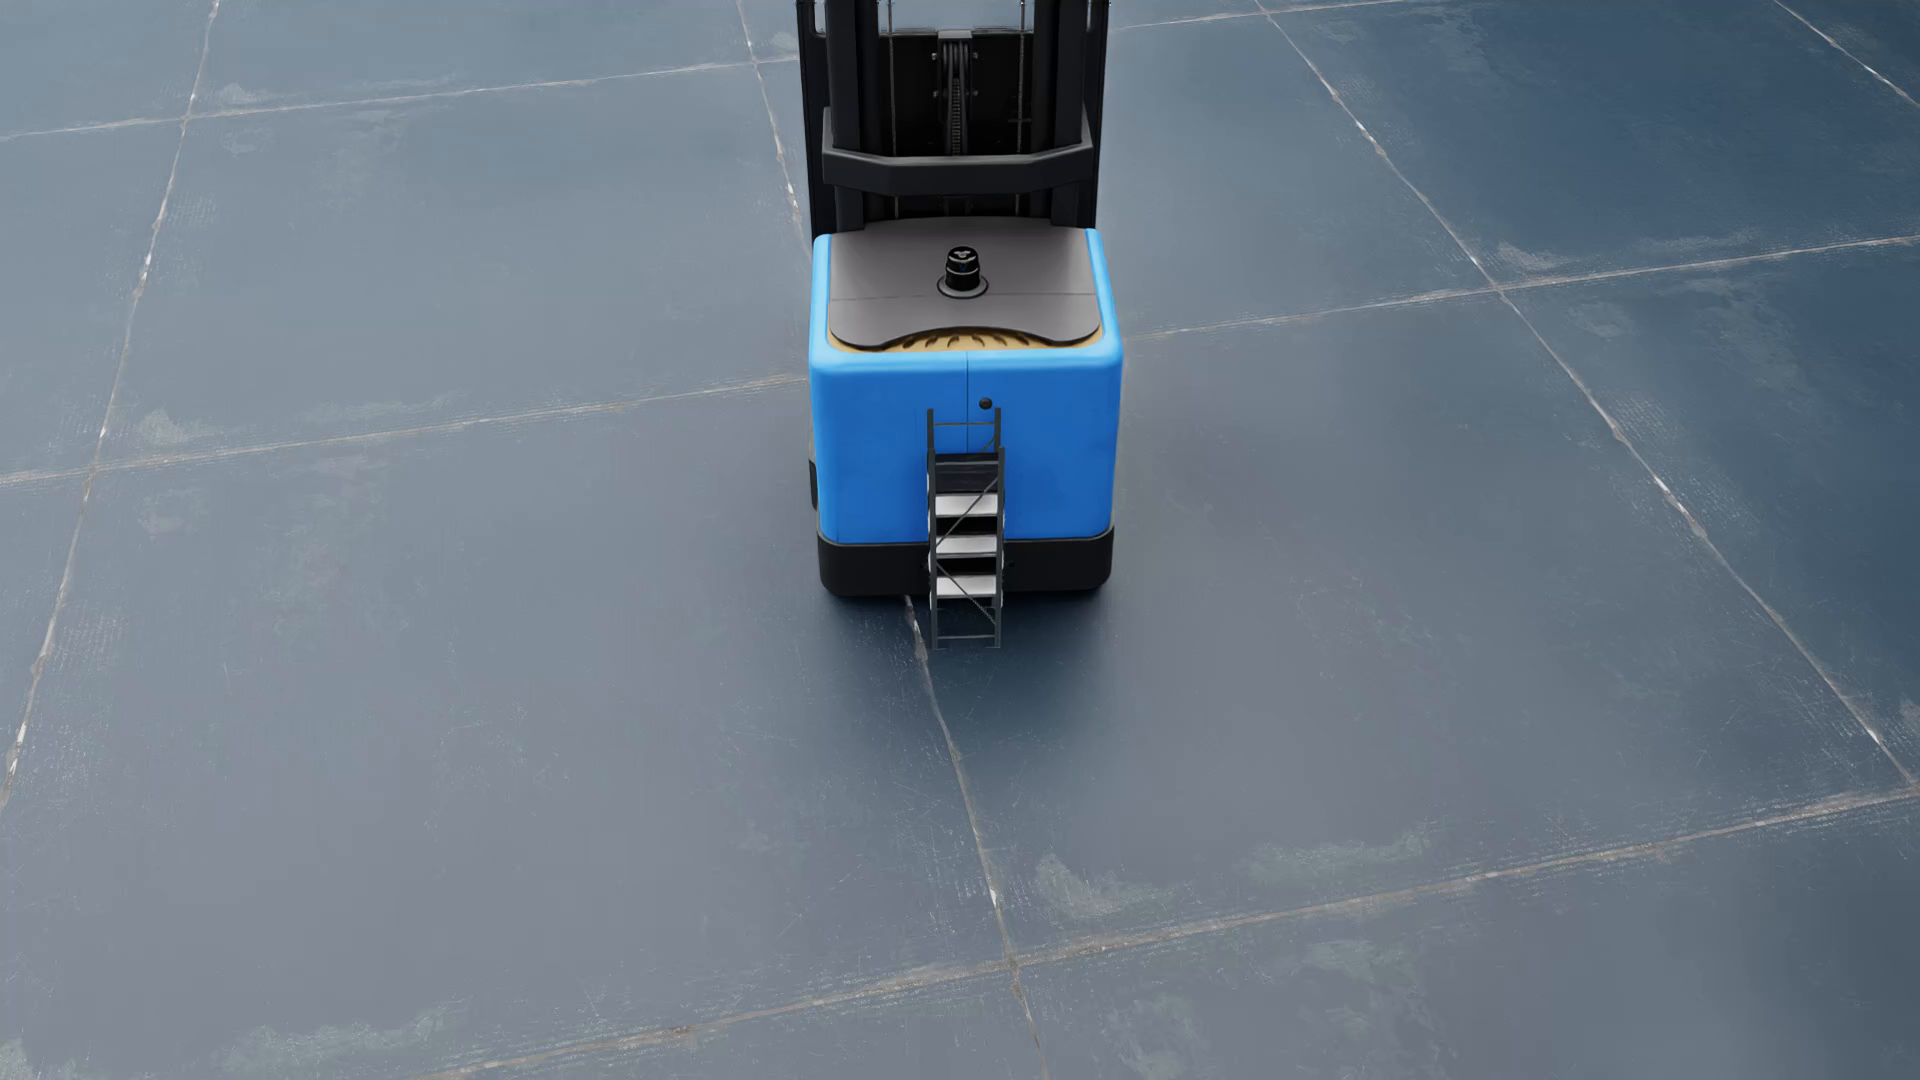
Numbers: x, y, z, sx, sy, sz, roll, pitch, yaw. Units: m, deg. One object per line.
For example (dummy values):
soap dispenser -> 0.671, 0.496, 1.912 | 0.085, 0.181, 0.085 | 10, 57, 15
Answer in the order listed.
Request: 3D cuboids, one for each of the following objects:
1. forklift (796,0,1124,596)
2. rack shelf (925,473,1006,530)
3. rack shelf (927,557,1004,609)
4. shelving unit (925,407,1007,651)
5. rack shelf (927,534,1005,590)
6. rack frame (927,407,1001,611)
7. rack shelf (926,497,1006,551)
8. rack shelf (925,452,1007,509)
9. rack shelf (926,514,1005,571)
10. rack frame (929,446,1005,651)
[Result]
forklift -> -0.036, -1.857, 6.135 | 1.130, 2.935, 3.031 | -2, 42, -2
rack shelf -> 0.018, -0.130, 5.498 | 0.258, 0.077, 0.200 | -2, 42, -2
rack shelf -> 0.018, 0.139, 5.737 | 0.258, 0.077, 0.200 | -2, 42, -2
shelving unit -> 0.018, -0.021, 5.595 | 0.258, 0.900, 0.210 | -2, 42, -2
rack shelf -> 0.018, 0.071, 5.677 | 0.258, 0.077, 0.200 | -2, 42, -2
rack frame -> 0.013, -0.088, 5.671 | 0.240, 0.900, 0.006 | -2, 42, -2
rack shelf -> 0.018, -0.063, 5.558 | 0.258, 0.077, 0.200 | -2, 42, -2
rack shelf -> 0.018, -0.198, 5.438 | 0.258, 0.077, 0.200 | -2, 42, -2
rack shelf -> 0.018, 0.004, 5.618 | 0.258, 0.077, 0.200 | -2, 42, -2
rack frame -> 0.022, 0.047, 5.520 | 0.240, 0.900, 0.006 | -2, 42, -2
